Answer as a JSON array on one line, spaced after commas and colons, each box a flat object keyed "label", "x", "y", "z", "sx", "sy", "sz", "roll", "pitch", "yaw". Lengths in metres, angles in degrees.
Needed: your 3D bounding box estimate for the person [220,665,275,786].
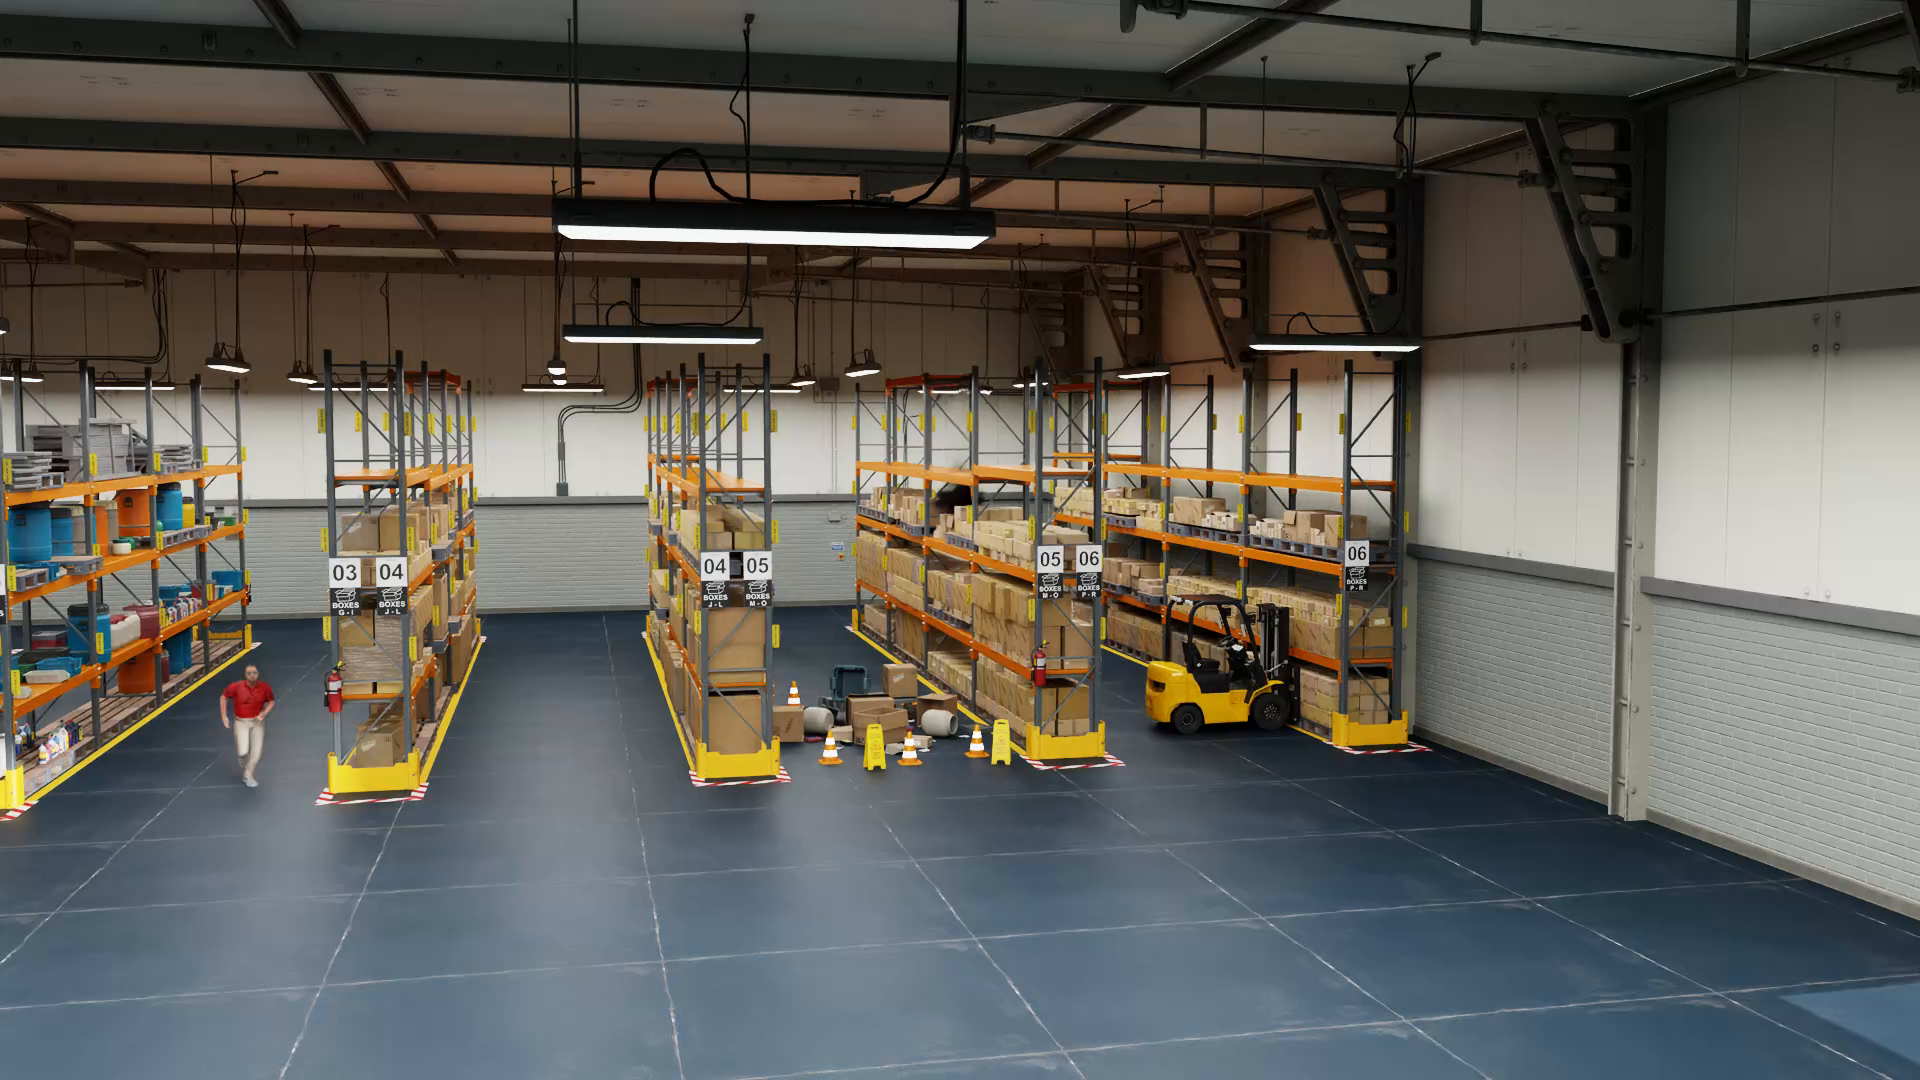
[{"label": "person", "x": -9.905, "y": 2.575, "z": 23.158, "sx": 0.698, "sy": 1.680, "sz": 0.708, "roll": -2, "pitch": 5, "yaw": -30}]
